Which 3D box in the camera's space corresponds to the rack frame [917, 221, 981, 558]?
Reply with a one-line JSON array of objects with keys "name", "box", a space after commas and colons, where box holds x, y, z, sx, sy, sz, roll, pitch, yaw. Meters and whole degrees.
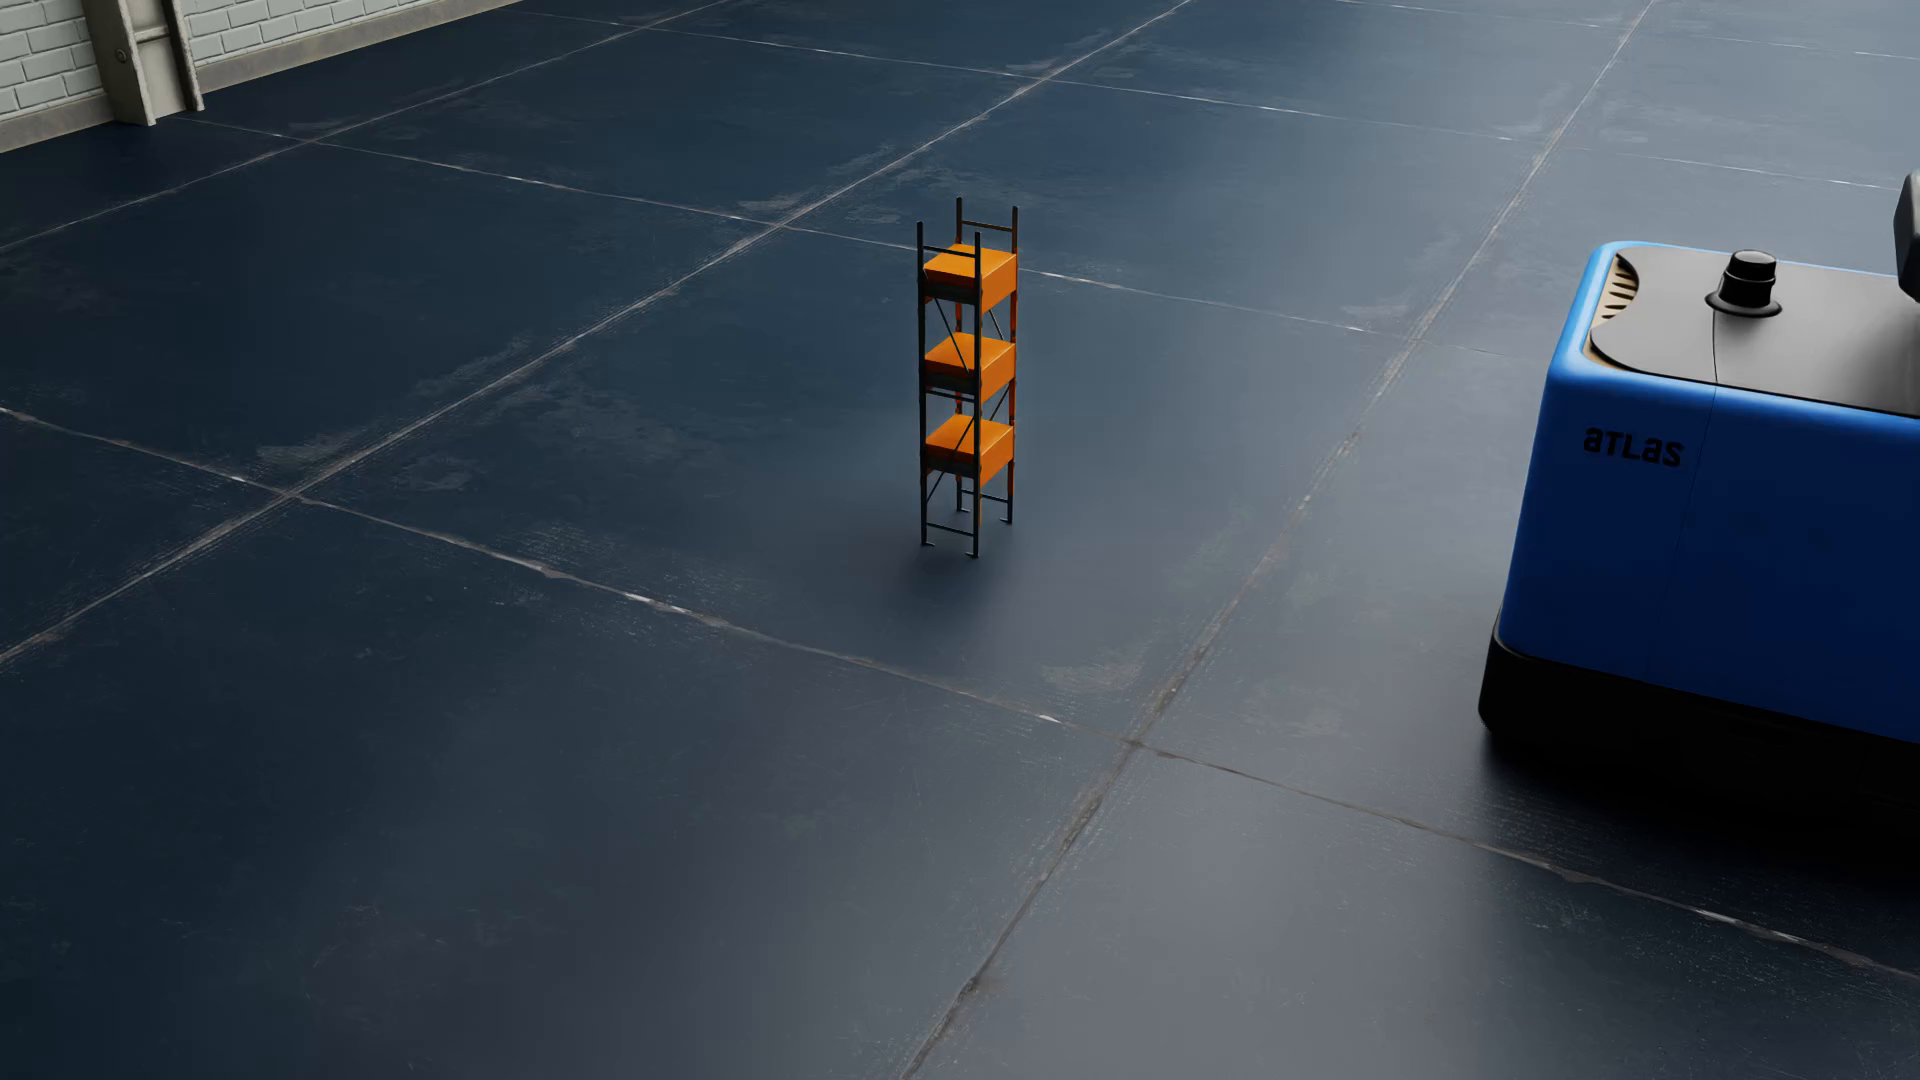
[{"name": "rack frame", "box": [-0.031, -0.425, 4.936, 0.200, 1.050, 0.008, 14, 33, 23]}]

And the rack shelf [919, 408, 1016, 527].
[{"name": "rack shelf", "box": [0.024, -0.229, 5.174, 0.215, 0.259, 0.240, 14, 33, 23]}]

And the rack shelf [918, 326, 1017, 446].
[{"name": "rack shelf", "box": [0.024, -0.470, 5.035, 0.215, 0.259, 0.240, 14, 33, 23]}]

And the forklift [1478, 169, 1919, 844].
[{"name": "forklift", "box": [2.907, -0.650, 3.438, 3.031, 2.935, 1.130, 13, 32, 21]}]

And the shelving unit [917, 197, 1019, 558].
[{"name": "shelving unit", "box": [0.024, -0.479, 5.030, 0.215, 1.050, 0.252, 14, 33, 23]}]

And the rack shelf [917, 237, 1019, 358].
[{"name": "rack shelf", "box": [0.024, -0.716, 4.894, 0.215, 0.259, 0.240, 14, 33, 23]}]

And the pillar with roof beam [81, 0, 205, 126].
[{"name": "pillar with roof beam", "box": [-0.737, -5.355, 5.538, 9.100, 9.000, 0.400, 14, 33, 23]}]

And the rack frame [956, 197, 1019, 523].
[{"name": "rack frame", "box": [0.080, -0.533, 5.124, 0.200, 1.050, 0.008, 14, 33, 23]}]
